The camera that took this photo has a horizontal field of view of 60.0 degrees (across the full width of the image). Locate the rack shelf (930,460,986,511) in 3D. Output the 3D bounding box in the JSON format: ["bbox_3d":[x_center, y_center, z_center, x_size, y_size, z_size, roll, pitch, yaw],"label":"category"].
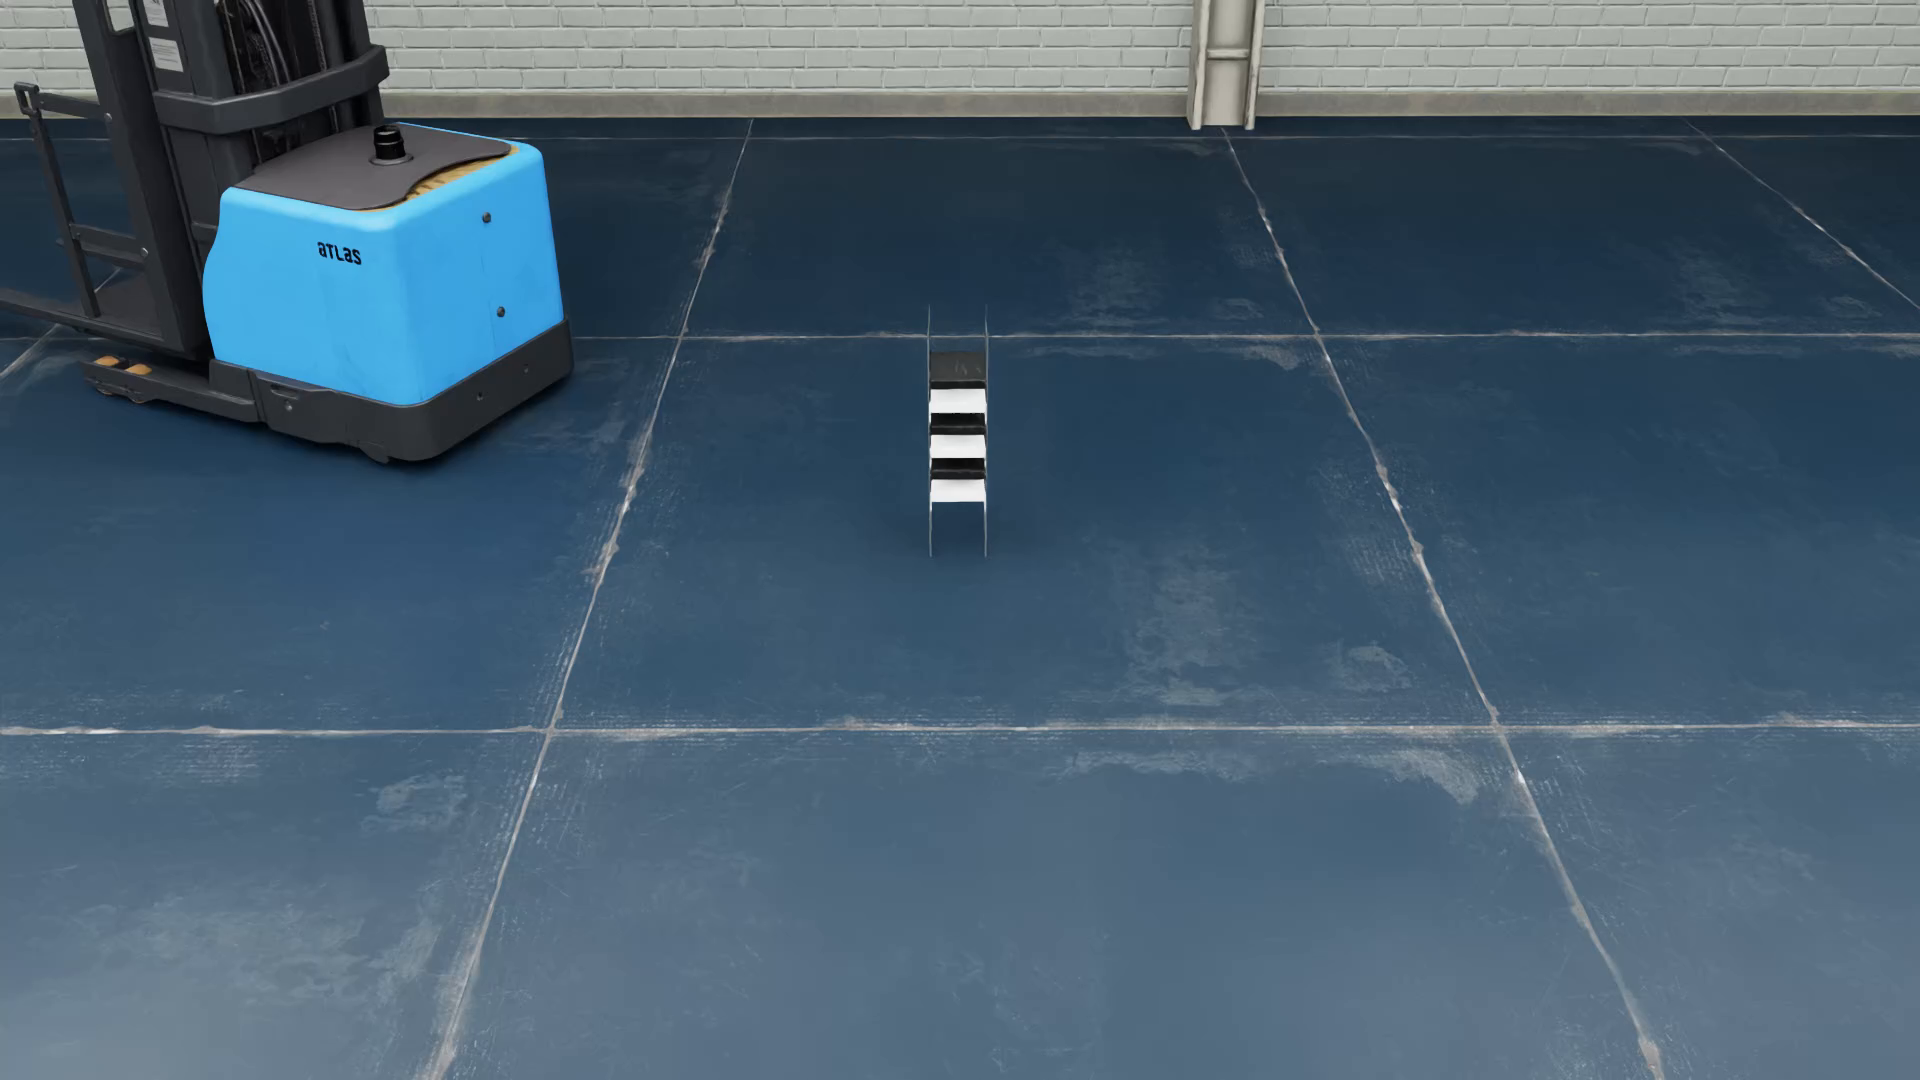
[{"bbox_3d":[-0.008,-0.202,6.127,0.200,0.077,0.258,0,31,0],"label":"rack shelf"}]

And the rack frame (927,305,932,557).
[{"bbox_3d":[-0.110,-0.384,6.016,0.006,0.900,0.240,0,31,0],"label":"rack frame"}]

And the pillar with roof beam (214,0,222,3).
[{"bbox_3d":[-4.308,-4.278,4.626,0.400,9.000,9.100,0,31,0],"label":"pillar with roof beam"}]

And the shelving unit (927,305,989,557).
[{"bbox_3d":[-0.008,-0.385,6.017,0.210,0.900,0.258,0,31,0],"label":"shelving unit"}]

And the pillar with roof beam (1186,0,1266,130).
[{"bbox_3d":[1.692,-4.297,4.657,0.400,9.000,9.100,0,31,0],"label":"pillar with roof beam"}]

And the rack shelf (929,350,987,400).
[{"bbox_3d":[-0.008,-0.587,5.894,0.200,0.077,0.258,0,31,0],"label":"rack shelf"}]

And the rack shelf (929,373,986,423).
[{"bbox_3d":[-0.008,-0.510,5.940,0.200,0.077,0.258,0,31,0],"label":"rack shelf"}]

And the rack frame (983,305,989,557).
[{"bbox_3d":[0.094,-0.385,6.017,0.006,0.900,0.240,0,31,0],"label":"rack frame"}]

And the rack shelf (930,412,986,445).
[{"bbox_3d":[-0.008,-0.433,5.987,0.200,0.077,0.258,0,31,0],"label":"rack shelf"}]

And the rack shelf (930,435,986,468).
[{"bbox_3d":[-0.008,-0.356,6.034,0.200,0.077,0.258,0,31,0],"label":"rack shelf"}]

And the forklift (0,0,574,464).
[{"bbox_3d":[-3.265,-2.076,6.847,3.031,2.935,1.130,14,34,22],"label":"forklift"}]

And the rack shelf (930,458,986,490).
[{"bbox_3d":[-0.008,-0.279,6.081,0.200,0.077,0.258,0,31,0],"label":"rack shelf"}]
